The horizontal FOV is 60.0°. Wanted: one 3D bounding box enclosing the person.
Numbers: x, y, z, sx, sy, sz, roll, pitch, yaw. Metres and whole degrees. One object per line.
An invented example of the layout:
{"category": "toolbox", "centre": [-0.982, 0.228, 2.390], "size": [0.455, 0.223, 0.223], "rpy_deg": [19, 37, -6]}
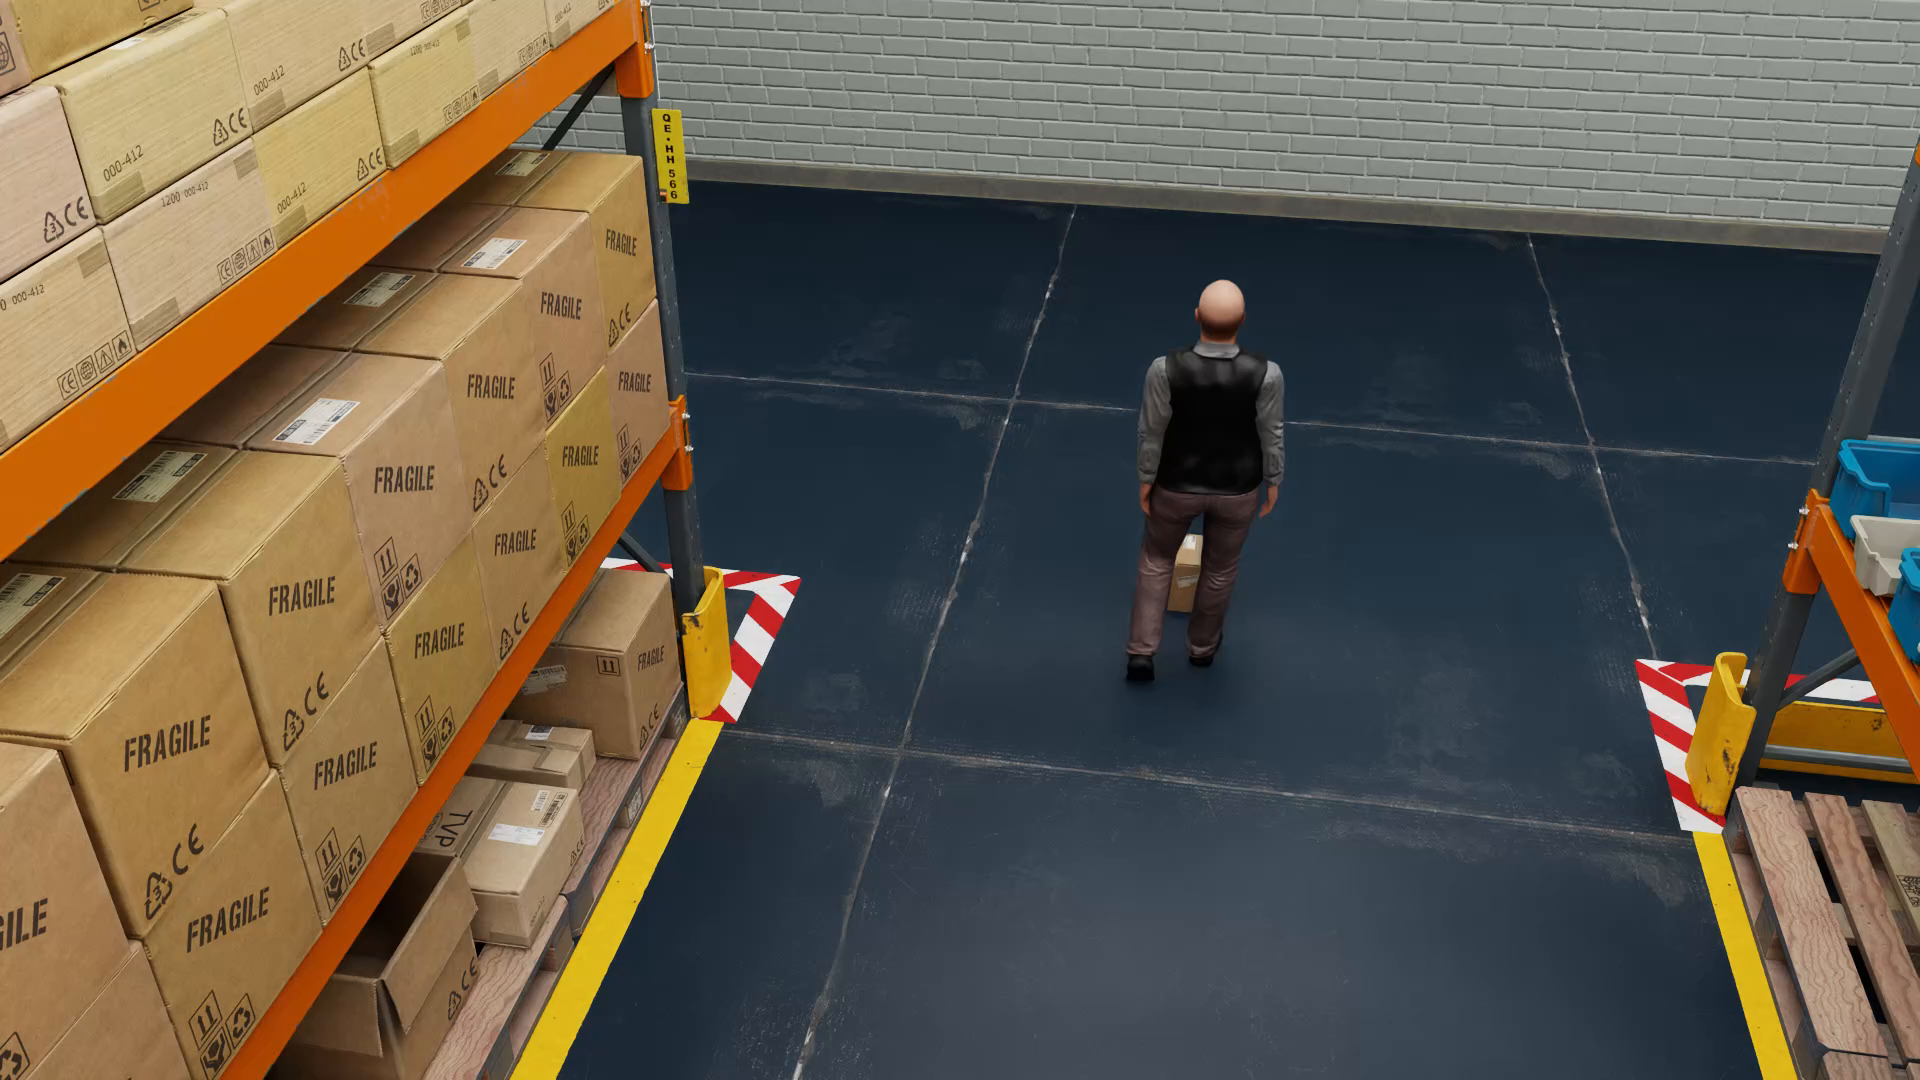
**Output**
{"category": "person", "centre": [0.969, -0.202, 6.517], "size": [0.570, 1.765, 0.513], "rpy_deg": [5, 33, 8]}
